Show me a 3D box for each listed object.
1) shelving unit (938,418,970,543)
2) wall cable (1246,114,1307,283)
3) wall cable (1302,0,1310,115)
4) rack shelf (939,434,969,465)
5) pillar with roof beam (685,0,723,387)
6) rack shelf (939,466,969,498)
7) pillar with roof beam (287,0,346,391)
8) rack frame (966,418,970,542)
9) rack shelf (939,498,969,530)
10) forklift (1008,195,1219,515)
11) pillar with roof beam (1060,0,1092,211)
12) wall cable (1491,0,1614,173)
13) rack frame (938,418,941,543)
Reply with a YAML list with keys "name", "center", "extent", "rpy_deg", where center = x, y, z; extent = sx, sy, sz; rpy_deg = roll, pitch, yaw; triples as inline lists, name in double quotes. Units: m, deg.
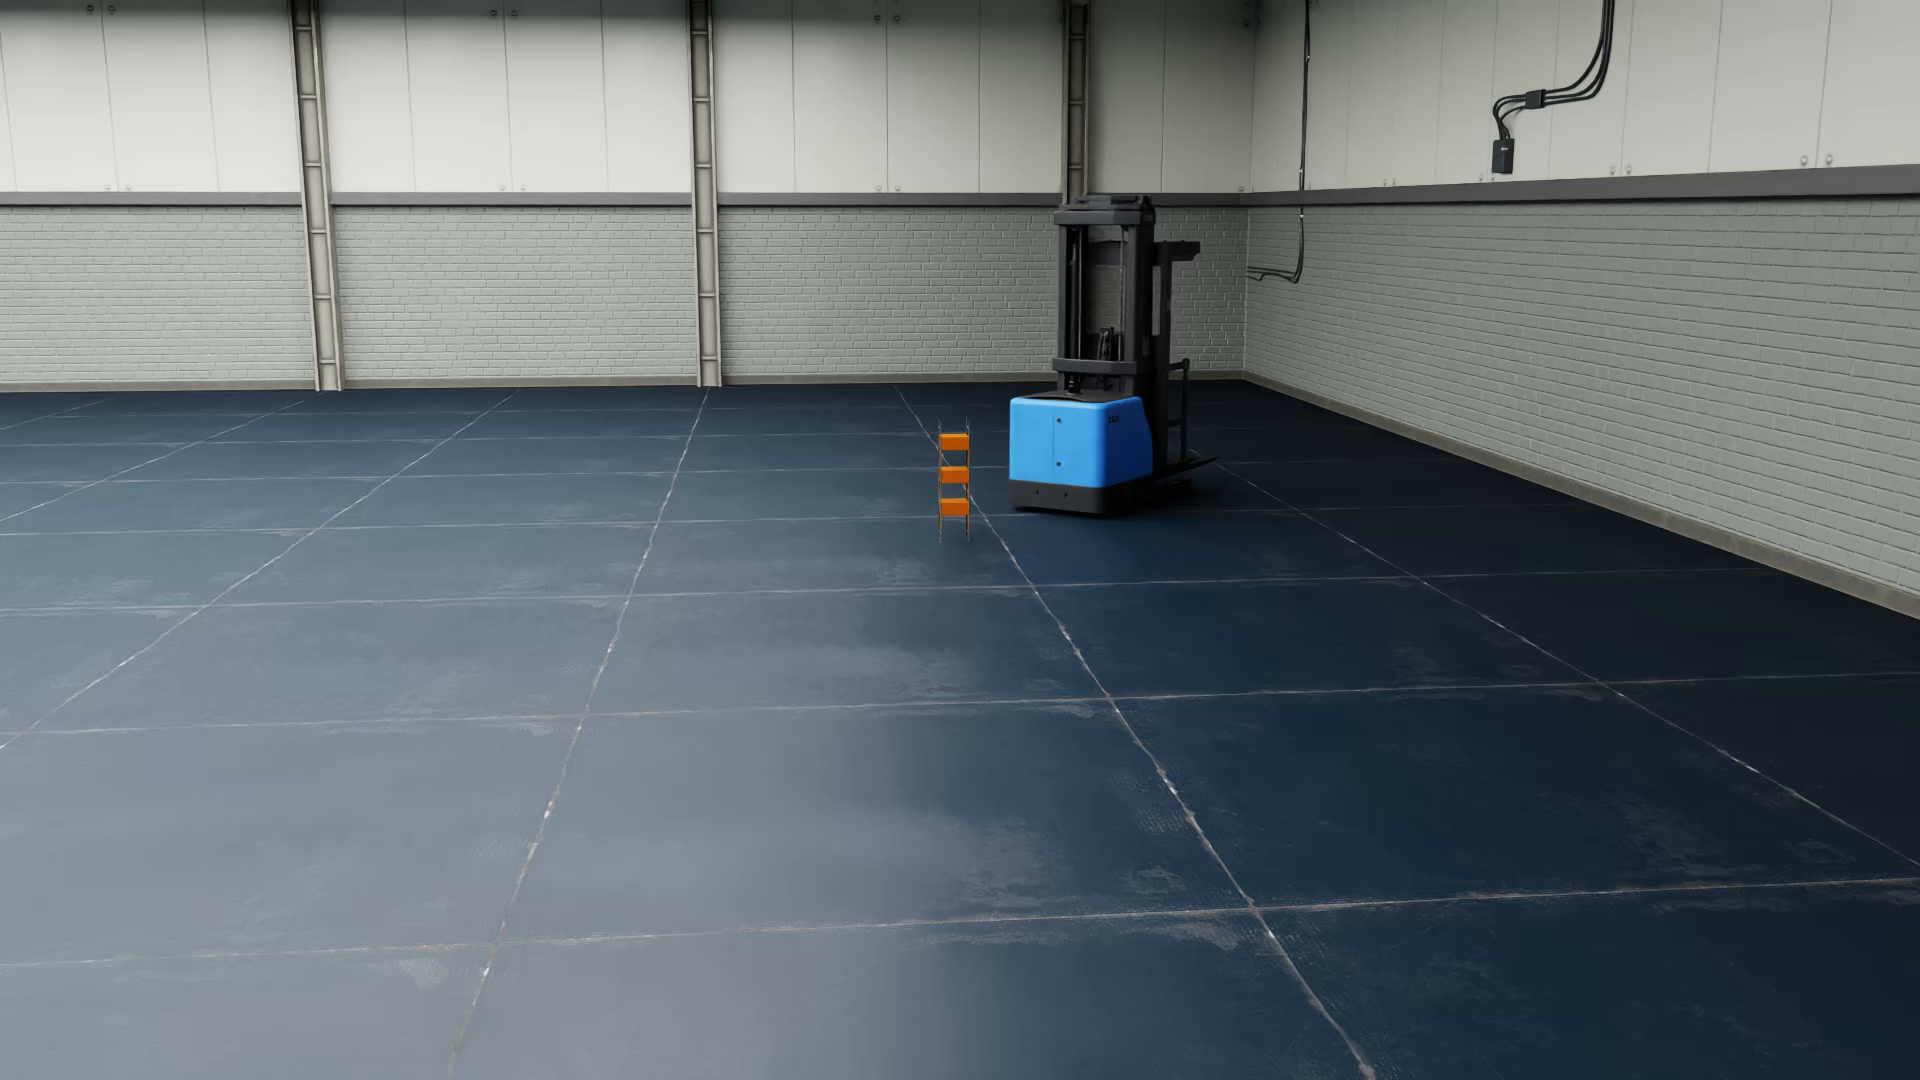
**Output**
- name: "shelving unit"
  center: [-0.053, -0.514, 14.261]
  extent: [0.252, 1.050, 0.215]
  rpy_deg: [-1, 11, -6]
- name: "wall cable"
  center: [4.943, -5.353, 26.320]
  extent: [0.112, 2.526, 3.097]
  rpy_deg: [-1, 11, -6]
- name: "wall cable"
  center: [5.235, -7.313, 23.194]
  extent: [0.112, 2.526, 3.097]
  rpy_deg: [-1, 11, -6]
- name: "rack shelf"
  center: [-0.053, -0.782, 14.208]
  extent: [0.240, 0.259, 0.215]
  rpy_deg: [-1, 11, -6]
- name: "pillar with roof beam"
  center: [-3.629, -6.119, 22.163]
  extent: [0.548, 9.000, 9.100]
  rpy_deg: [-1, 11, -6]
- name: "rack shelf"
  center: [-0.053, -0.504, 14.263]
  extent: [0.240, 0.259, 0.215]
  rpy_deg: [-1, 11, -6]
- name: "pillar with roof beam"
  center: [-9.594, -5.994, 21.527]
  extent: [0.400, 9.000, 9.100]
  rpy_deg: [-1, 11, -6]
- name: "rack frame"
  center: [0.068, -0.517, 14.274]
  extent: [0.008, 1.050, 0.200]
  rpy_deg: [-1, 11, -6]
- name: "rack shelf"
  center: [-0.053, -0.231, 14.317]
  extent: [0.240, 0.259, 0.215]
  rpy_deg: [-1, 11, -6]
- name: "forklift"
  center: [1.672, -1.902, 16.447]
  extent: [1.130, 2.935, 3.031]
  rpy_deg: [7, 13, 32]
- name: "pillar with roof beam"
  center: [2.336, -6.244, 22.799]
  extent: [0.548, 9.000, 9.100]
  rpy_deg: [-1, 11, -6]
- name: "wall cable"
  center: [5.952, -6.725, 16.430]
  extent: [0.169, 6.003, 2.305]
  rpy_deg: [-1, 11, -6]
- name: "rack frame"
  center: [-0.174, -0.511, 14.248]
  extent: [0.008, 1.050, 0.200]
  rpy_deg: [-1, 11, -6]
